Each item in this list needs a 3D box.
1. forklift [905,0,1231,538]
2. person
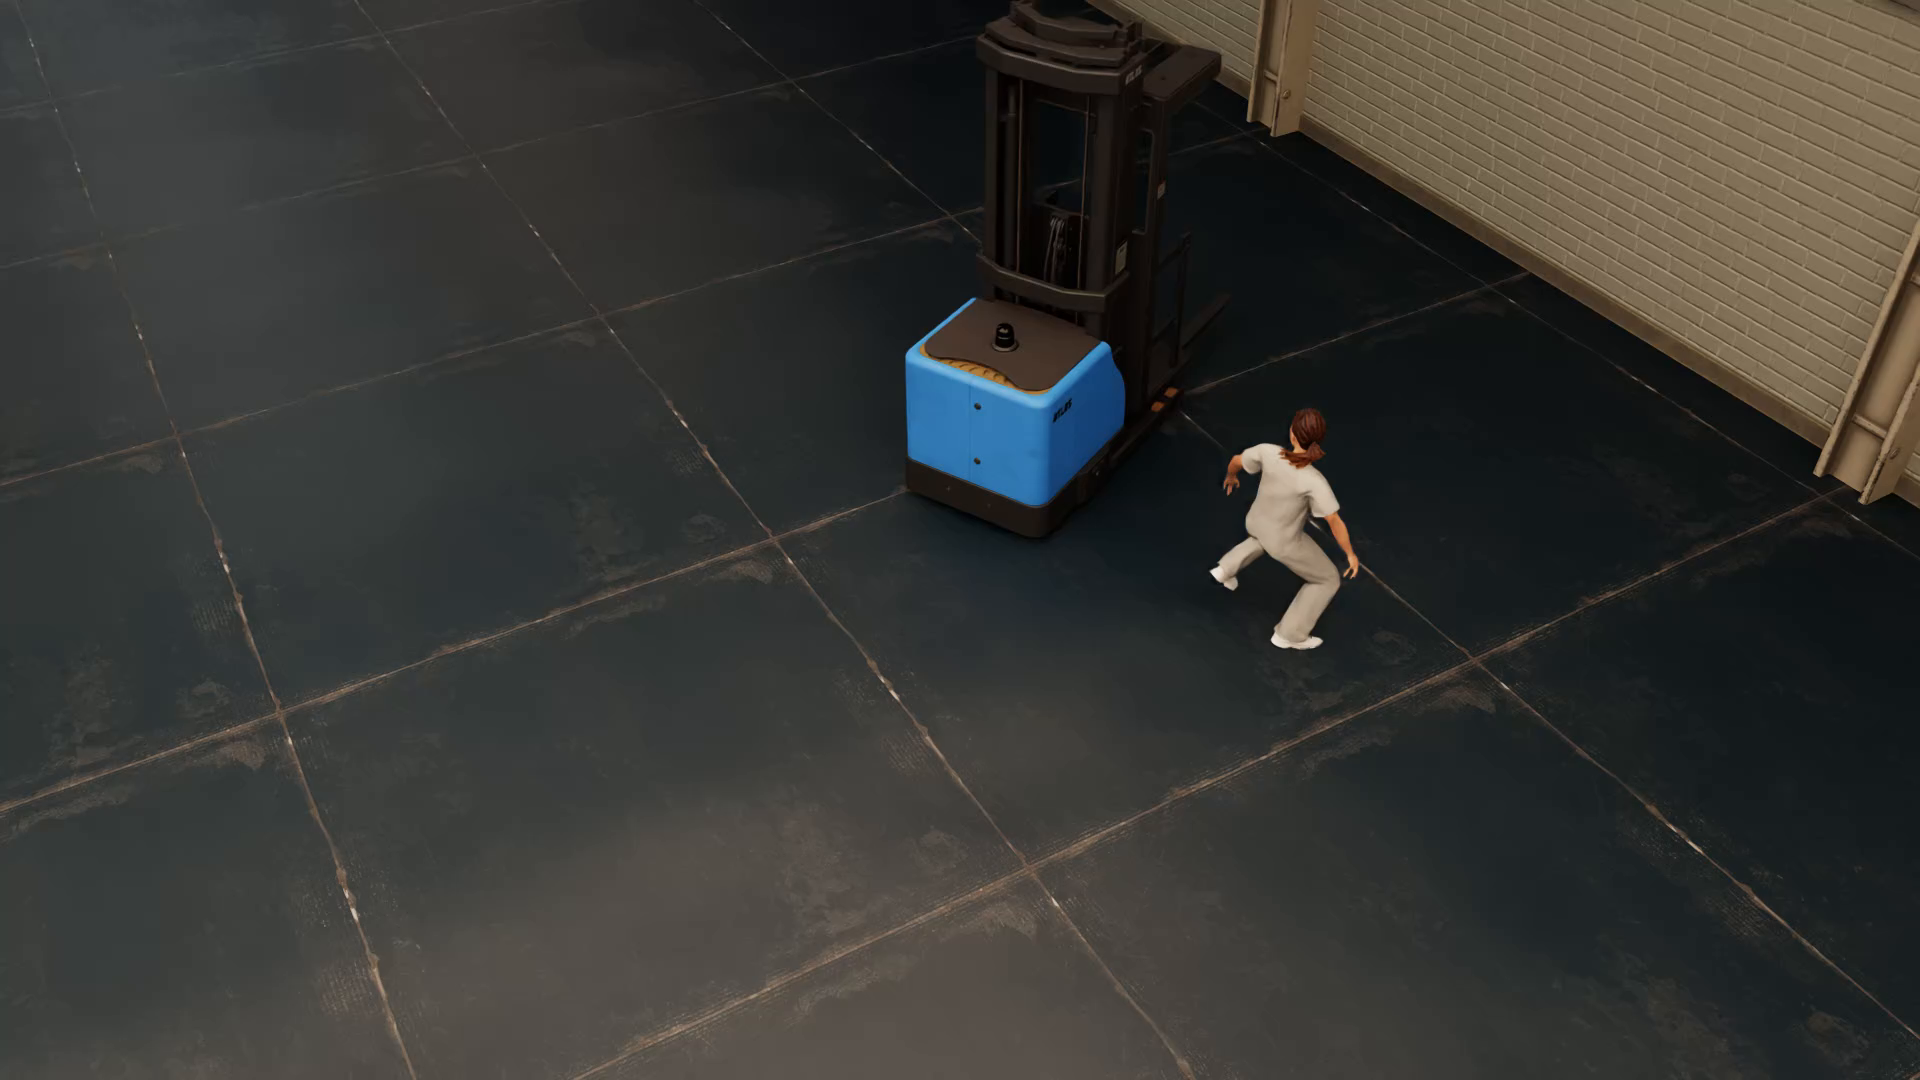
[{"bbox_3d":[0.875,-2.052,10.510,1.130,2.935,3.031,22,45,25],"label":"forklift"},{"bbox_3d":[1.830,-0.086,9.251,0.496,1.561,0.878,-20,44,-22],"label":"person"}]
